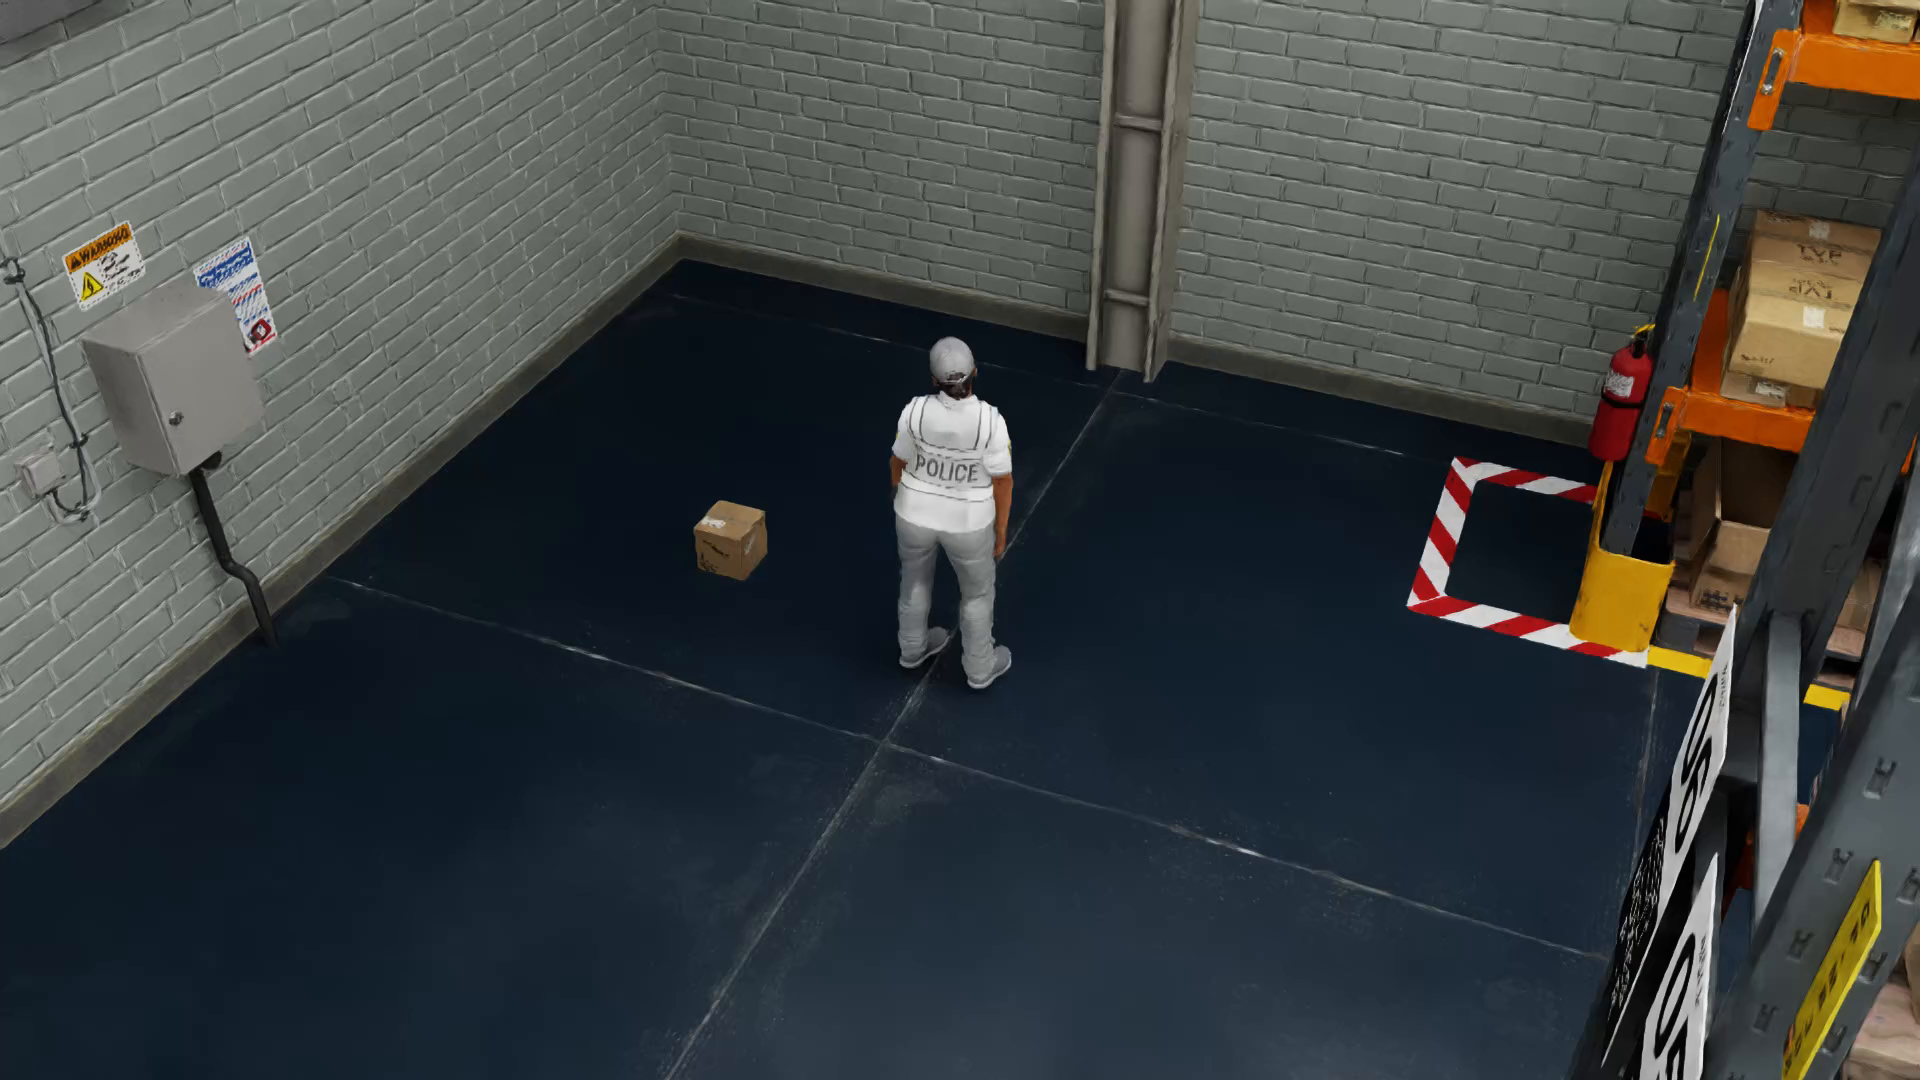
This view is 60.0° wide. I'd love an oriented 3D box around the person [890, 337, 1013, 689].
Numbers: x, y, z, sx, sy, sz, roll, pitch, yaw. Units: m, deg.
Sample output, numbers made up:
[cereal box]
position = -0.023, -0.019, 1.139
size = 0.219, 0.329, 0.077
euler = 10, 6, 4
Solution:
[person]
position = -0.043, -0.094, 6.907
size = 0.529, 1.675, 0.393
euler = 8, 38, 10
